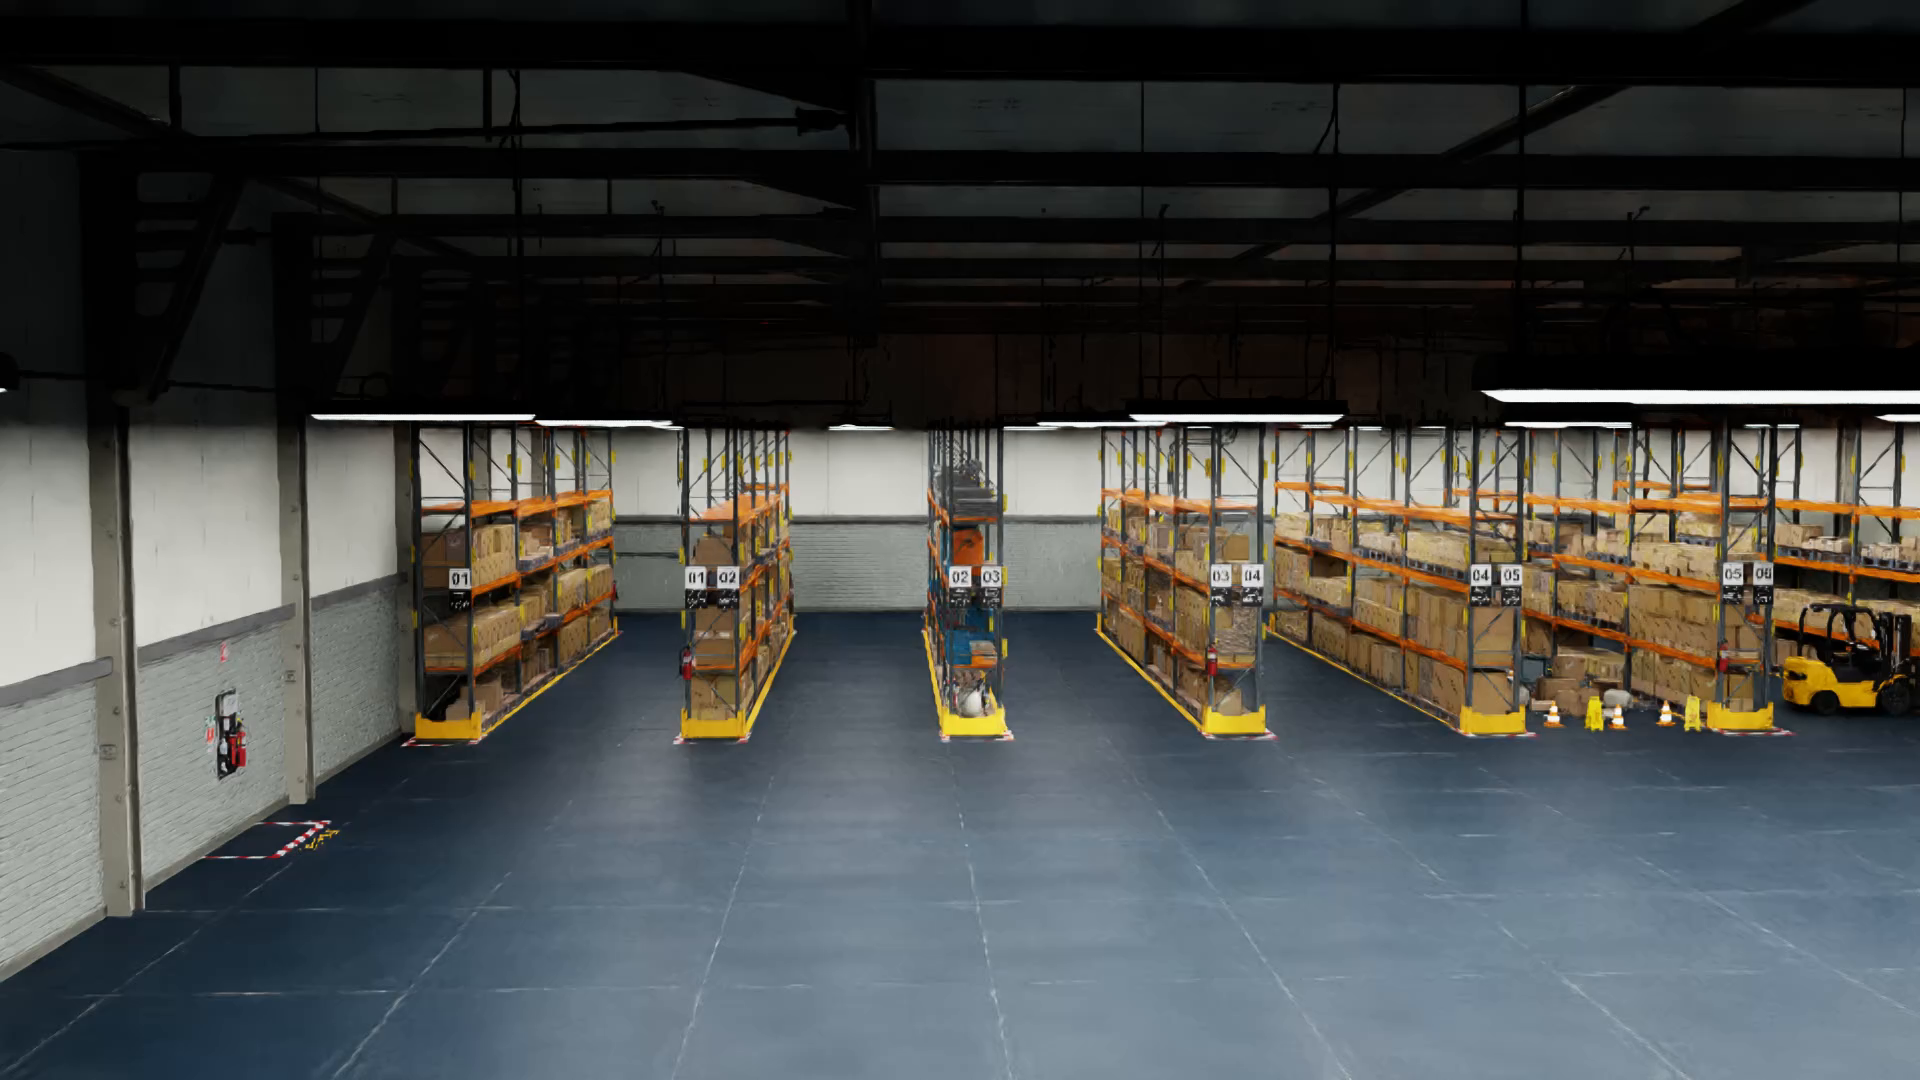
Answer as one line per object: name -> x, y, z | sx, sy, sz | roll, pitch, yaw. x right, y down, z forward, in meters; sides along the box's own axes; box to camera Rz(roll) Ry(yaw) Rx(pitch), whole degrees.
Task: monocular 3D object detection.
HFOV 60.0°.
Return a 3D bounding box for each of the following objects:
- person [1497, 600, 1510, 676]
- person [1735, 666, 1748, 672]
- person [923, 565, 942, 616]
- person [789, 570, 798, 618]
person -> 12.688, 2.291, 38.999 | 0.580, 1.746, 0.654 | 2, 4, 25
person -> 16.676, 2.555, 35.580 | 0.468, 1.677, 0.497 | 2, 4, 28
person -> -0.840, 1.562, 51.085 | 0.641, 1.664, 0.486 | -4, 5, -44
person -> -5.412, 1.535, 50.950 | 0.736, 1.717, 0.880 | -1, 4, -20
